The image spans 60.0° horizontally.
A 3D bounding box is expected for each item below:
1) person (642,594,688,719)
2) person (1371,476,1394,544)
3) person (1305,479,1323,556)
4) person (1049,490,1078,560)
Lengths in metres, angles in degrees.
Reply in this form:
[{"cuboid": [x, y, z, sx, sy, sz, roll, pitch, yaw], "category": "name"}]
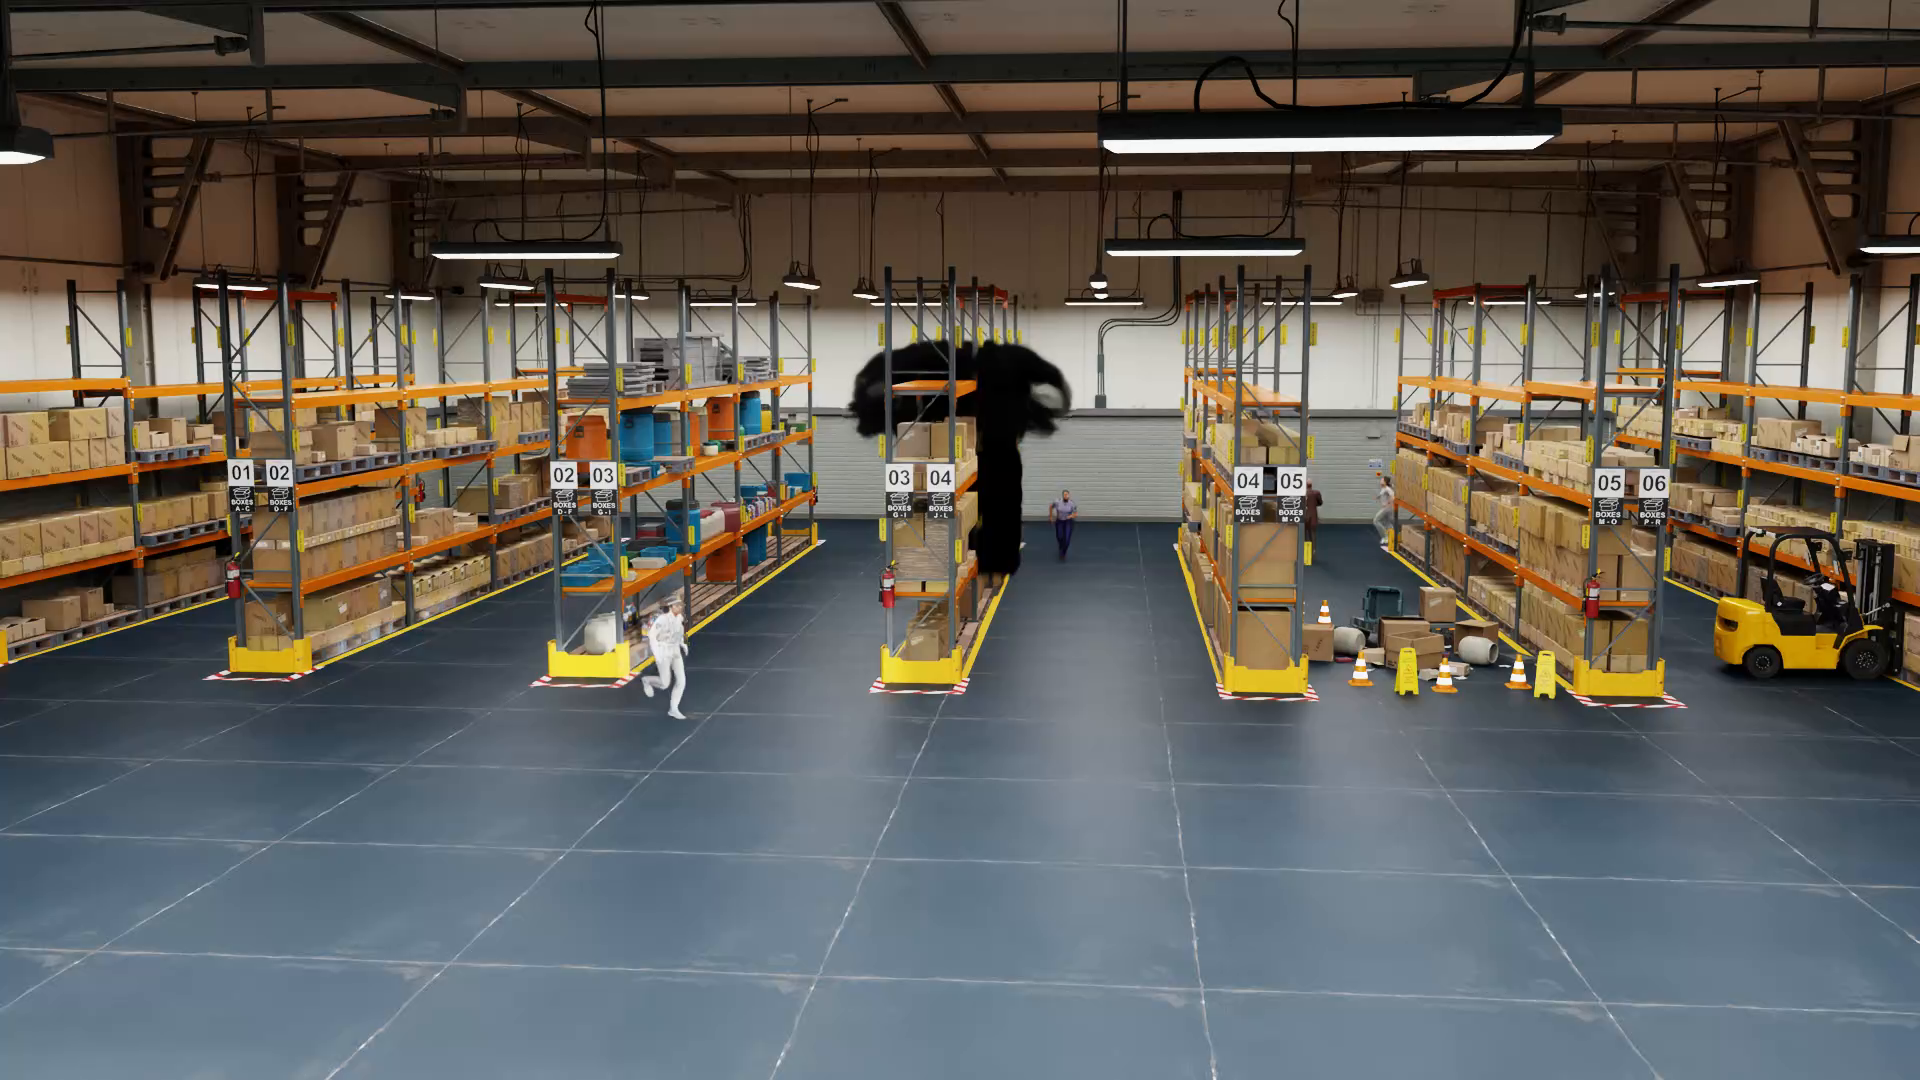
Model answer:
[{"cuboid": [-3.921, 1.533, 22.129, 0.772, 1.671, 0.634, 5, 9, 36], "category": "person"}, {"cuboid": [10.326, -0.718, 40.439, 0.673, 1.675, 0.571, 2, 7, 14], "category": "person"}, {"cuboid": [7.989, -0.474, 37.962, 0.669, 1.854, 0.861, -1, 7, -9], "category": "person"}, {"cuboid": [2.336, -0.331, 37.508, 0.645, 1.599, 0.603, 0, 7, 3], "category": "person"}]
